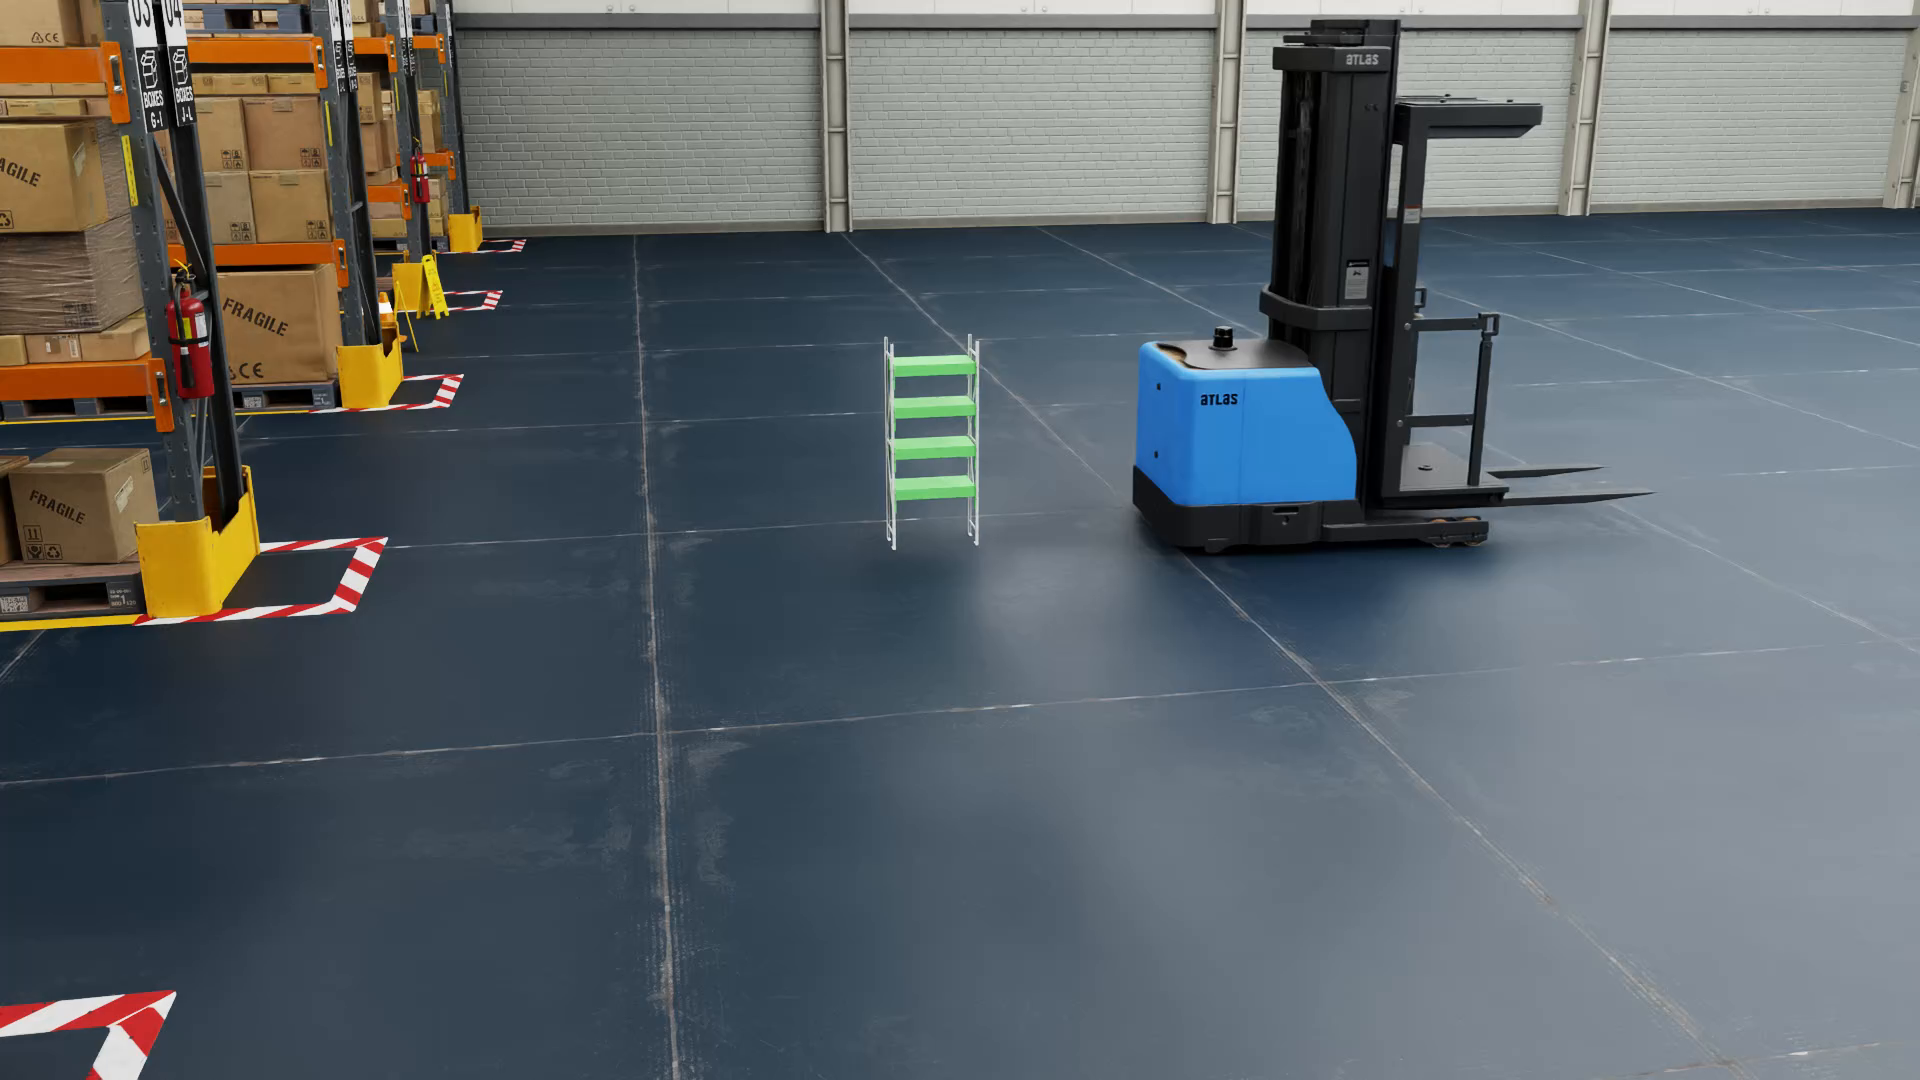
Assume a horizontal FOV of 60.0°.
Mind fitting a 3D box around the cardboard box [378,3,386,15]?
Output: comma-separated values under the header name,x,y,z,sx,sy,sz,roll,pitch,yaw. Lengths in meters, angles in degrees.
name,x,y,z,sx,sy,sz,roll,pitch,yaw
cardboard box,-7.611,-6.927,21.689,0.250,0.149,0.380,-4,17,-12

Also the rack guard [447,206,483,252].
name,x,y,z,sx,sy,sz,roll,pitch,yaw
rack guard,-6.832,-4.305,22.975,0.348,0.500,1.175,-3,17,-10

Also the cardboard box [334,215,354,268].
name,x,y,z,sx,sy,sz,roll,pitch,yaw
cardboard box,-6.647,-3.193,17.788,0.500,0.500,0.500,-3,17,-10

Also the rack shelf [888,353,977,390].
name,x,y,z,sx,sy,sz,roll,pitch,yaw
rack shelf,-0.163,-0.962,9.483,0.480,0.148,0.258,-3,17,-10

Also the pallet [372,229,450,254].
name,x,y,z,sx,sy,sz,roll,pitch,yaw
pallet,-7.598,-4.111,22.835,1.213,0.211,1.003,-3,17,-10

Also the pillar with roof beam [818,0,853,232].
name,x,y,z,sx,sy,sz,roll,pitch,yaw
pillar with roof beam,-1.002,-7.680,19.490,0.400,9.000,9.100,-3,17,-10

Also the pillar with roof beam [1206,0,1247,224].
name,x,y,z,sx,sy,sz,roll,pitch,yaw
pillar with roof beam,4.889,-8.014,20.578,0.400,9.000,9.100,-3,17,-10

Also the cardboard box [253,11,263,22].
name,x,y,z,sx,sy,sz,roll,pitch,yaw
cardboard box,-7.364,-5.408,16.949,0.500,0.250,0.500,-3,17,-9

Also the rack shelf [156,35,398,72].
name,x,y,z,sx,sy,sz,roll,pitch,yaw
rack shelf,-7.874,-5.046,17.248,4.000,0.370,1.077,-3,17,-10

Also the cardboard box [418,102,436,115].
name,x,y,z,sx,sy,sz,roll,pitch,yaw
cardboard box,-7.143,-5.756,22.168,0.250,0.149,0.380,-3,17,-10

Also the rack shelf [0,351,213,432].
name,x,y,z,sx,sy,sz,roll,pitch,yaw
rack shelf,-5.994,-0.755,8.388,4.000,0.370,1.077,-3,17,-10

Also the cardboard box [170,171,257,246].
name,x,y,z,sx,sy,sz,roll,pitch,yaw
cardboard box,-5.763,-2.647,13.066,0.550,0.550,0.875,-3,17,-10

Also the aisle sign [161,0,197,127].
name,x,y,z,sx,sy,sz,roll,pitch,yaw
aisle sign,-4.026,-2.543,8.556,0.004,0.787,0.394,-3,17,-10

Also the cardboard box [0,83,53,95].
name,x,y,z,sx,sy,sz,roll,pitch,yaw
cardboard box,-9.364,-4.475,16.892,0.500,0.500,0.700,-3,17,-11

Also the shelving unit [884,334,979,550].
name,x,y,z,sx,sy,sz,roll,pitch,yaw
shelving unit,-0.163,-0.564,9.606,0.503,1.200,0.258,-3,17,-10

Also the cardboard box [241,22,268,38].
name,x,y,z,sx,sy,sz,roll,pitch,yaw
cardboard box,-7.210,-5.230,17.050,0.250,0.149,0.380,-3,17,-11

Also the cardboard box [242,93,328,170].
name,x,y,z,sx,sy,sz,roll,pitch,yaw
cardboard box,-5.244,-3.225,13.107,0.550,0.550,0.875,-3,17,-10

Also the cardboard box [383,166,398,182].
name,x,y,z,sx,sy,sz,roll,pitch,yaw
cardboard box,-6.283,-3.988,18.115,0.250,0.149,0.380,-3,17,-10

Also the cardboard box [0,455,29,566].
name,x,y,z,sx,sy,sz,roll,pitch,yaw
cardboard box,-5.227,-0.143,8.712,0.500,0.500,0.500,1,17,4

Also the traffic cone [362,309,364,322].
name,x,y,z,sx,sy,sz,roll,pitch,yaw
traffic cone,-6.088,-2.459,17.030,0.334,0.463,0.336,-3,17,-10

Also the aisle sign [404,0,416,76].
name,x,y,z,sx,sy,sz,roll,pitch,yaw
aisle sign,-5.908,-5.403,17.866,0.004,0.787,0.394,-3,17,-10

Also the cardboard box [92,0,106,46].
name,x,y,z,sx,sy,sz,roll,pitch,yaw
cardboard box,-4.552,-2.621,8.381,0.500,0.250,0.500,-3,17,-9

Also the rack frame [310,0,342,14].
name,x,y,z,sx,sy,sz,roll,pitch,yaw
rack frame,-4.872,-5.514,12.437,0.127,3.000,1.000,-3,17,-10

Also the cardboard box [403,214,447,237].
name,x,y,z,sx,sy,sz,roll,pitch,yaw
cardboard box,-7.257,-4.267,22.564,0.500,0.250,0.500,-3,17,-10

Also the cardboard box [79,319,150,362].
name,x,y,z,sx,sy,sz,roll,pitch,yaw
cardboard box,-4.271,-1.015,8.436,0.250,0.149,0.380,-3,17,-10

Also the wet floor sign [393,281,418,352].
name,x,y,z,sx,sy,sz,roll,pitch,yaw
wet floor sign,-5.219,-2.093,15.527,0.232,0.644,0.267,-6,18,-20

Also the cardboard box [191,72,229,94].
name,x,y,z,sx,sy,sz,roll,pitch,yaw
cardboard box,-7.866,-4.572,17.209,0.500,0.500,0.700,-3,17,-11

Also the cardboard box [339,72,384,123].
name,x,y,z,sx,sy,sz,roll,pitch,yaw
cardboard box,-6.370,-4.644,17.443,0.500,0.500,0.700,-4,17,-12

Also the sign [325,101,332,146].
name,x,y,z,sx,sy,sz,roll,pitch,yaw
sign,-4.783,-3.156,12.602,0.005,0.325,0.100,-3,17,-10

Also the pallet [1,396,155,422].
name,x,y,z,sx,sy,sz,roll,pitch,yaw
pallet,-6.837,-1.179,13.291,1.213,0.211,1.003,-3,17,-10

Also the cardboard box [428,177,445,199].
name,x,y,z,sx,sy,sz,roll,pitch,yaw
cardboard box,-7.248,-4.747,22.423,0.500,0.250,0.500,-3,17,-9

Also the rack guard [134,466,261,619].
name,x,y,z,sx,sy,sz,roll,pitch,yaw
rack guard,-4.105,-0.012,8.998,0.348,0.500,1.175,-3,17,-10

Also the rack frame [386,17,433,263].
name,x,y,z,sx,sy,sz,roll,pitch,yaw
rack frame,-5.910,-4.067,17.946,0.127,3.000,1.000,-3,17,-10

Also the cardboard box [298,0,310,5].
name,x,y,z,sx,sy,sz,roll,pitch,yaw
cardboard box,-5.269,-4.282,13.077,0.250,0.149,0.380,-3,17,-10

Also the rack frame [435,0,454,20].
name,x,y,z,sx,sy,sz,roll,pitch,yaw
rack frame,-6.855,-8.366,21.723,0.127,3.000,1.000,-3,17,-10

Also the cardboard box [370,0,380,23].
name,x,y,z,sx,sy,sz,roll,pitch,yaw
cardboard box,-6.454,-5.621,17.643,0.500,0.250,0.500,-4,17,-11

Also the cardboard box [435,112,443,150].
name,x,y,z,sx,sy,sz,roll,pitch,yaw
cardboard box,-7.395,-5.598,22.760,0.500,0.500,0.500,-3,17,-9

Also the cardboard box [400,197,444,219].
name,x,y,z,sx,sy,sz,roll,pitch,yaw
cardboard box,-7.274,-4.506,22.491,0.500,0.250,0.500,-3,17,-11

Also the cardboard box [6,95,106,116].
name,x,y,z,sx,sy,sz,roll,pitch,yaw
cardboard box,-6.837,-3.108,12.728,0.500,0.550,0.875,-3,17,-10

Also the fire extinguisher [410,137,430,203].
name,x,y,z,sx,sy,sz,roll,pitch,yaw
fire extinguisher,-5.710,-3.904,17.545,0.183,0.674,0.296,-3,17,-10

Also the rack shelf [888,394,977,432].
name,x,y,z,sx,sy,sz,roll,pitch,yaw
rack shelf,-0.163,-0.733,9.554,0.480,0.148,0.258,-3,17,-10

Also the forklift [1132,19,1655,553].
name,x,y,z,sx,sy,sz,roll,pitch,yaw
forklift,2.631,-1.506,9.722,3.031,2.935,1.130,-3,17,-8

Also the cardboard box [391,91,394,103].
name,x,y,z,sx,sy,sz,roll,pitch,yaw
cardboard box,-7.403,-5.895,22.114,0.250,0.149,0.380,-3,17,-10

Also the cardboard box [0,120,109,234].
name,x,y,z,sx,sy,sz,roll,pitch,yaw
cardboard box,-4.523,-1.777,8.108,0.500,0.500,0.500,-3,17,-10

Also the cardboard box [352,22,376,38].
name,x,y,z,sx,sy,sz,roll,pitch,yaw
cardboard box,-6.207,-5.281,17.215,0.250,0.149,0.380,-3,17,-10

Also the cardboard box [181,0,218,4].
name,x,y,z,sx,sy,sz,roll,pitch,yaw
cardboard box,-5.634,-4.064,12.368,0.250,0.149,0.380,-3,17,-10
